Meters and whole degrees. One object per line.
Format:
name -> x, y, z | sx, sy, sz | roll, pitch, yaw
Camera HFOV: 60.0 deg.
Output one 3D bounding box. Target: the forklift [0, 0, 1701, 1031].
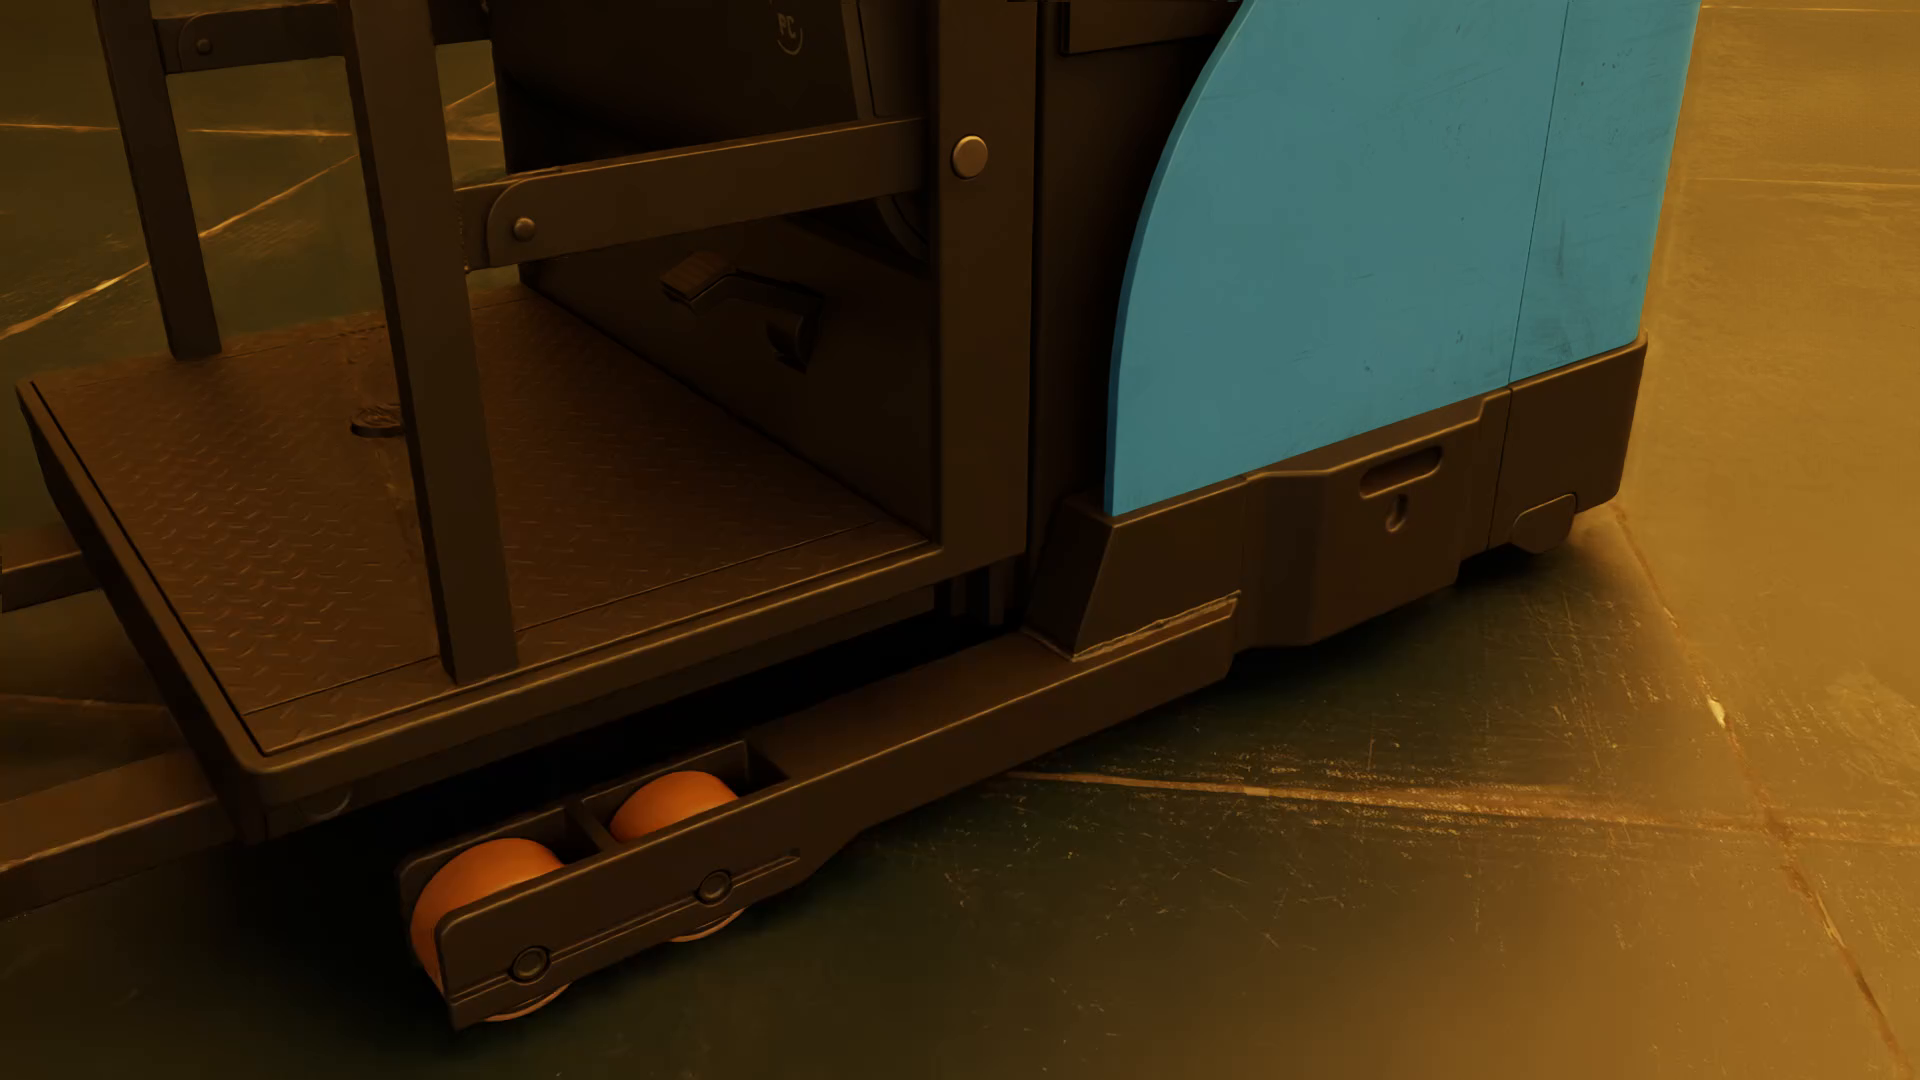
forklift -> -0.498, -1.124, 1.469 | 3.031, 2.935, 1.130 | -18, 32, -32
